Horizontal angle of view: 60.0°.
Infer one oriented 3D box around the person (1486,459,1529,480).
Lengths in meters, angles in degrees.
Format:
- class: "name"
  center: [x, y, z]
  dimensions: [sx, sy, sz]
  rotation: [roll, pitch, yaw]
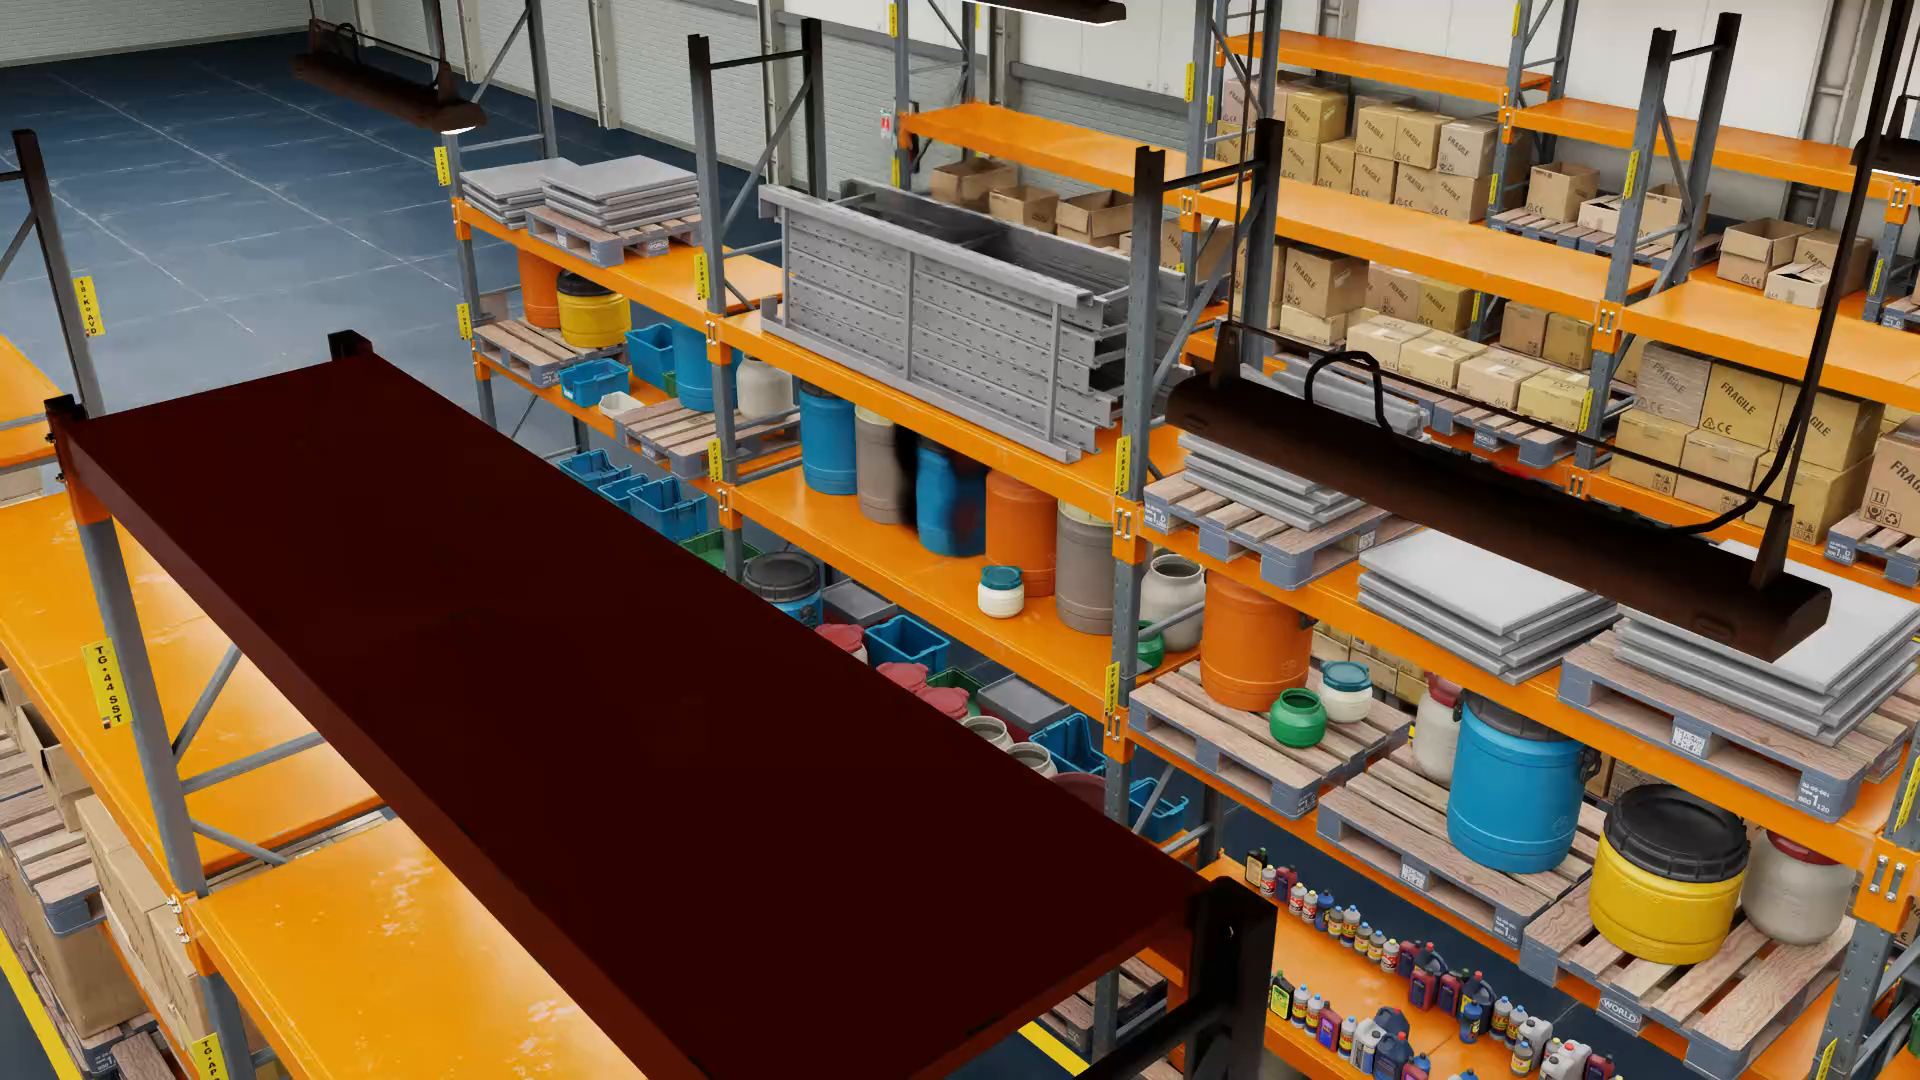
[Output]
- class: "person"
  center: [5.047, -0.161, 15.943]
  dimensions: [0.989, 1.716, 0.662]
  rotation: [21, 34, 35]
